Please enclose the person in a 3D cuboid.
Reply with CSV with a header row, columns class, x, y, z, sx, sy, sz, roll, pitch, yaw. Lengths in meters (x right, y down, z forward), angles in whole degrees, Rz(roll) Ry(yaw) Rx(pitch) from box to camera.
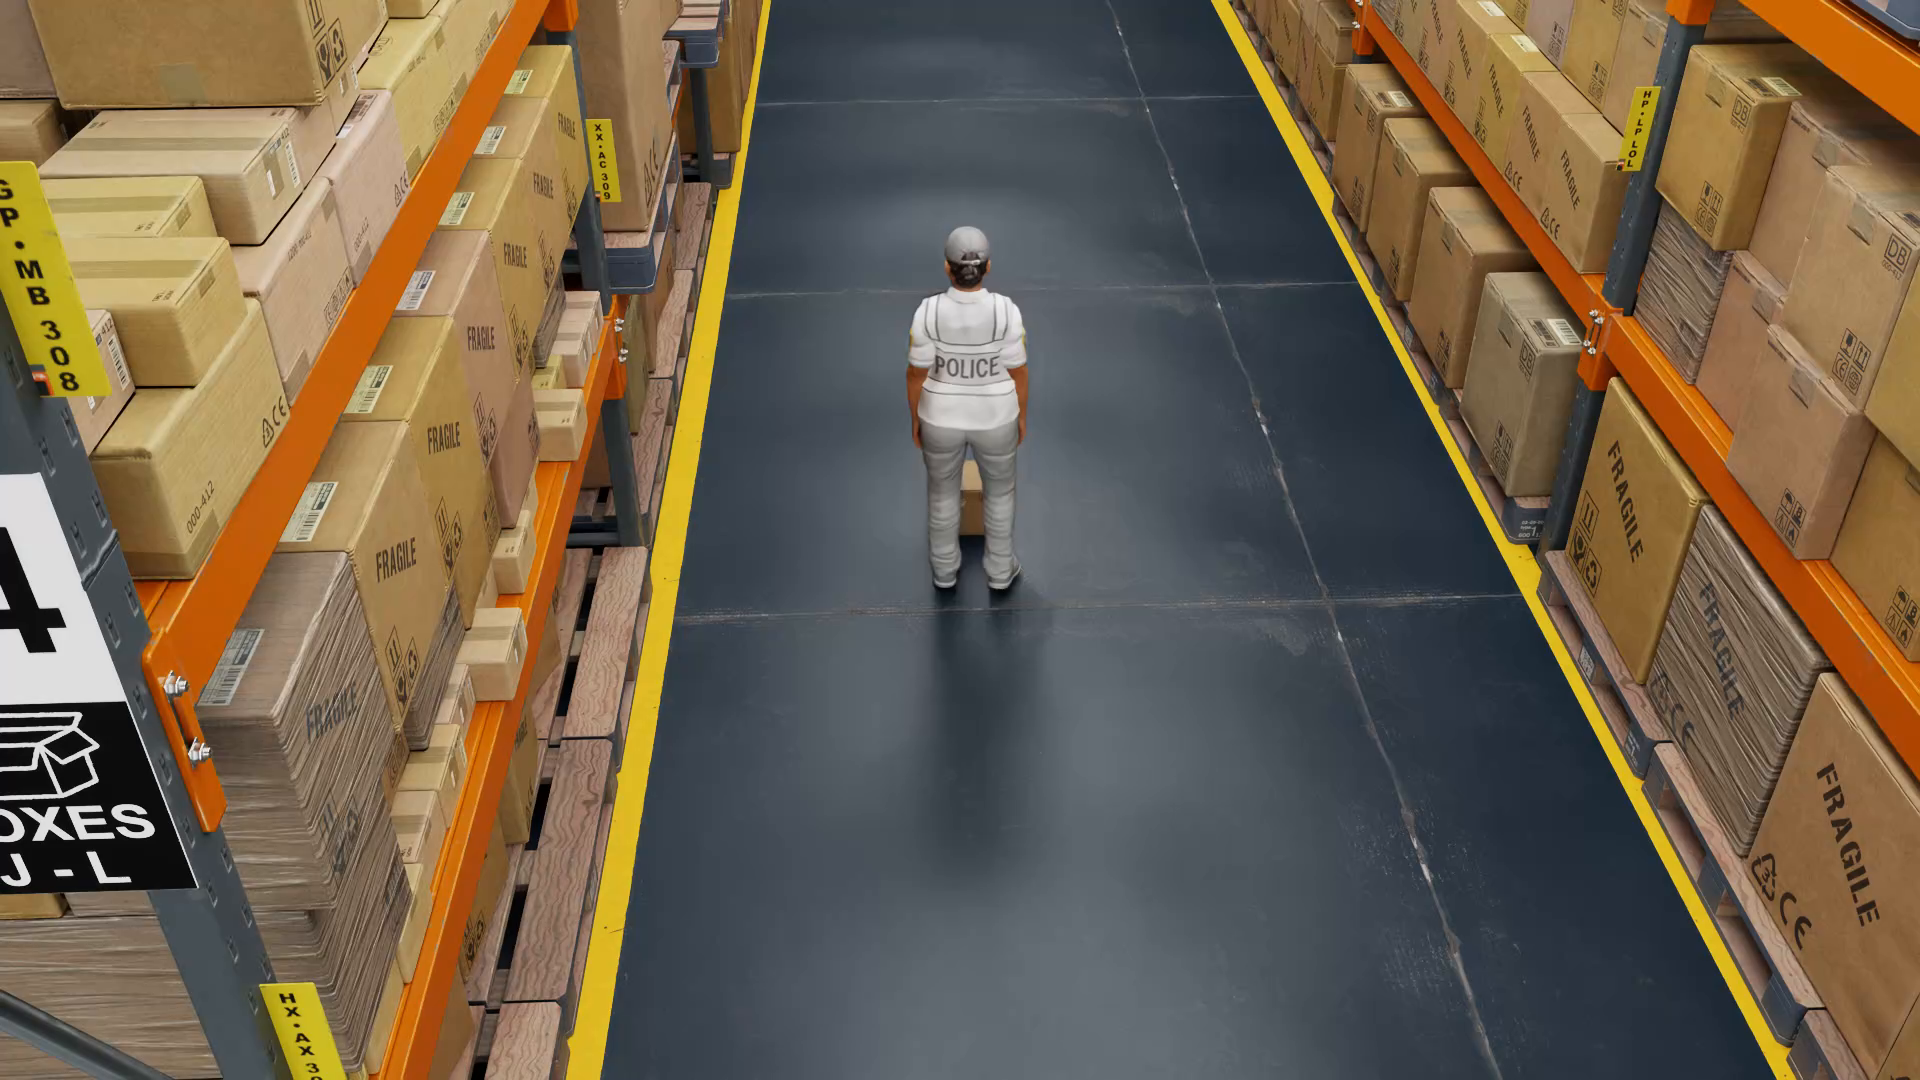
class,x,y,z,sx,sy,sz,roll,pitch,yaw
person,0.032,-0.497,6.834,0.487,1.687,0.405,2,35,3
